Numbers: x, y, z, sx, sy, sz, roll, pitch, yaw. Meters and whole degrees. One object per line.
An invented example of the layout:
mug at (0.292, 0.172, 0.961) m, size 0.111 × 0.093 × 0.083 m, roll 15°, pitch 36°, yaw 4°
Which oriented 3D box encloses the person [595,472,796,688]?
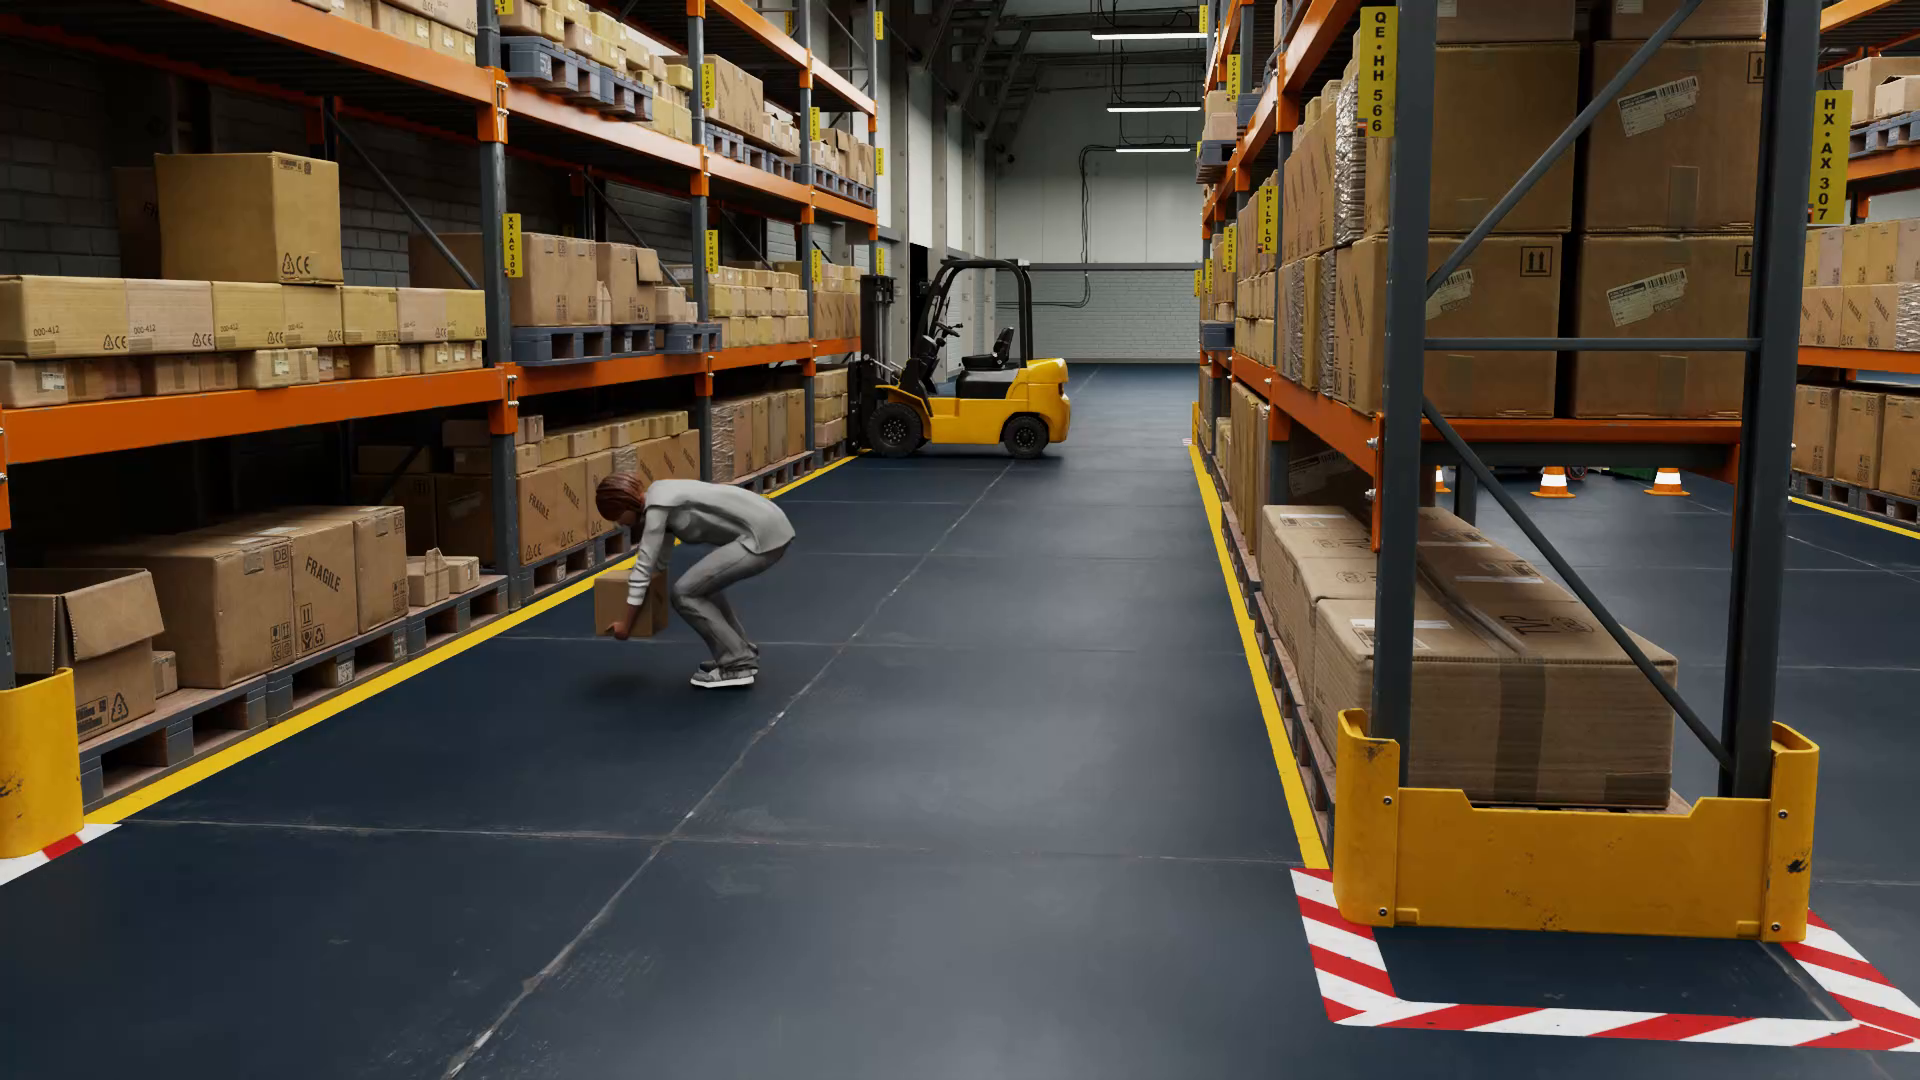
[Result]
person at (-1.137, 0.166, 7.169) m, size 0.854 × 0.910 × 0.428 m, roll 1°, pitch 8°, yaw 4°
